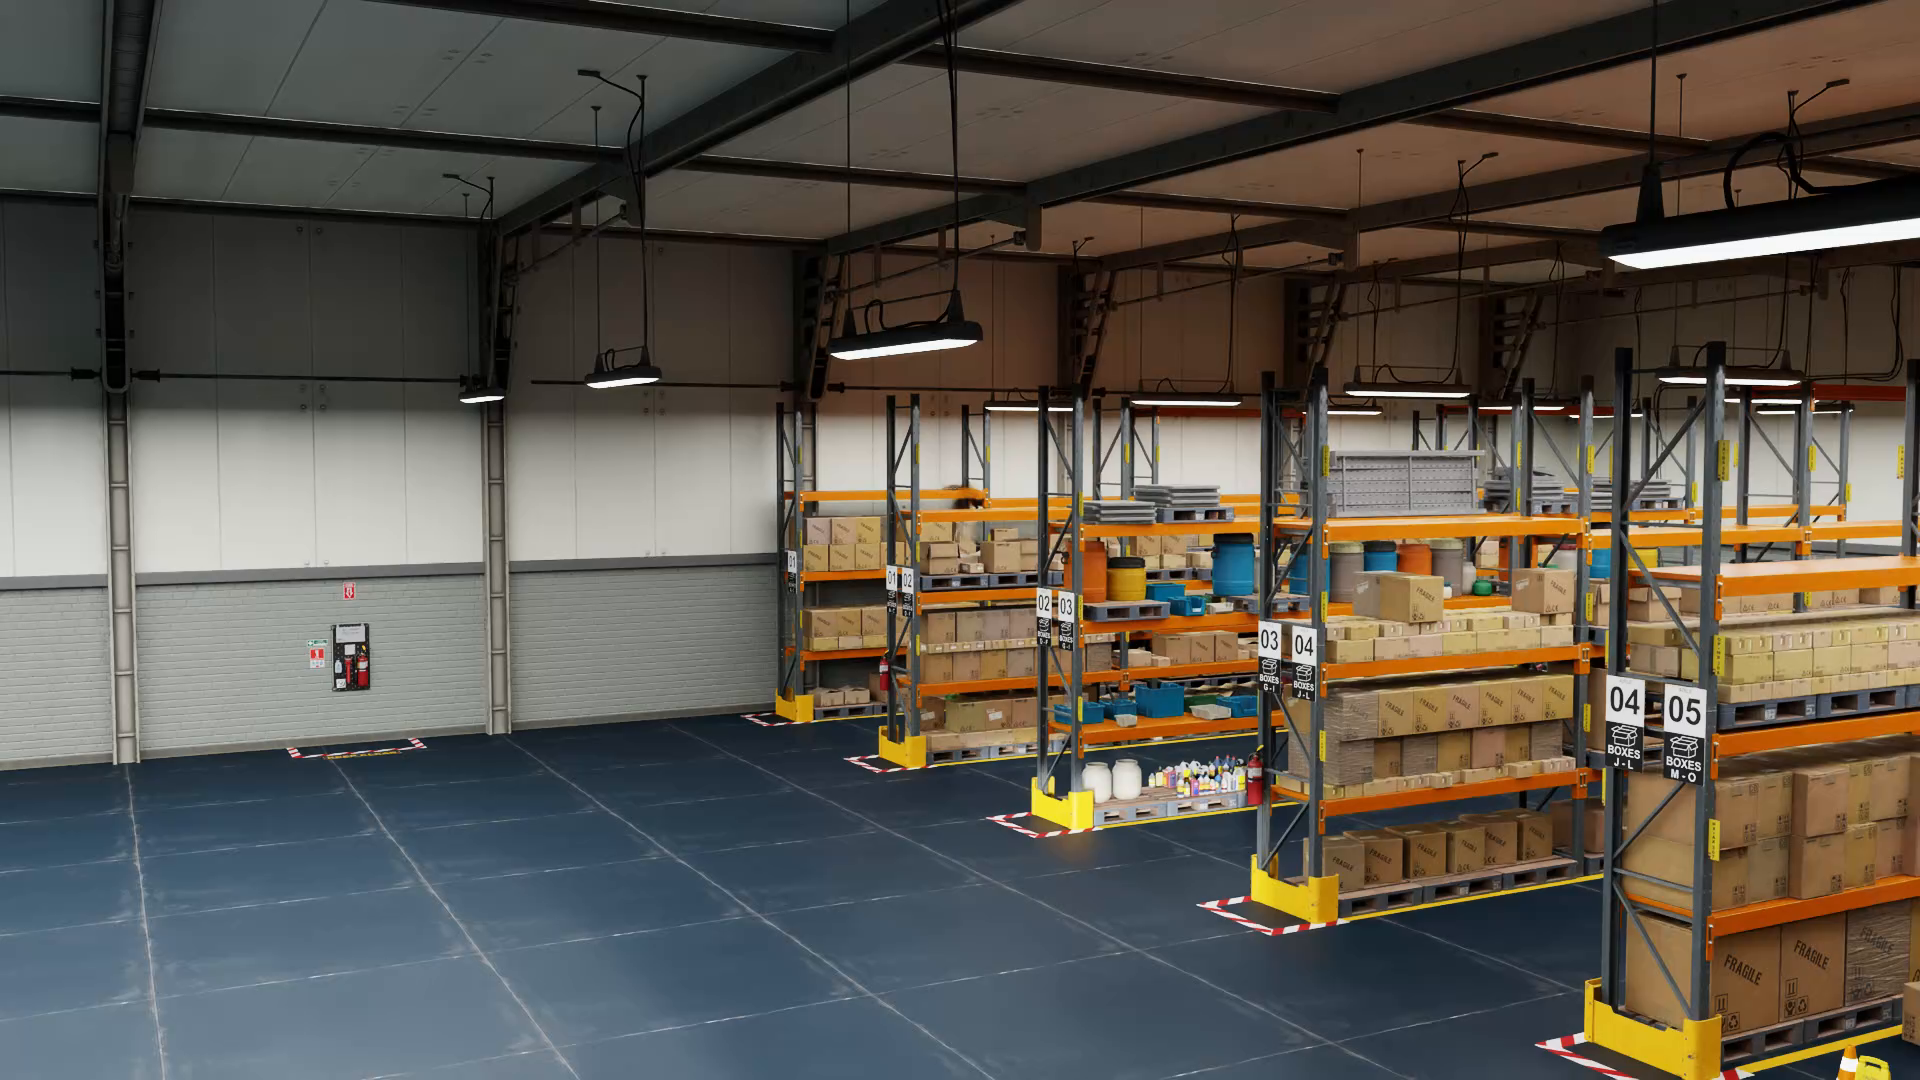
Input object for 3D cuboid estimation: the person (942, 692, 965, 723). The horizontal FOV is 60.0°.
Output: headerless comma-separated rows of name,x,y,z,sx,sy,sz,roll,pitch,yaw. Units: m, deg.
person,-0.087,2.604,29.496,0.586,1.785,0.450,-3,5,-45
